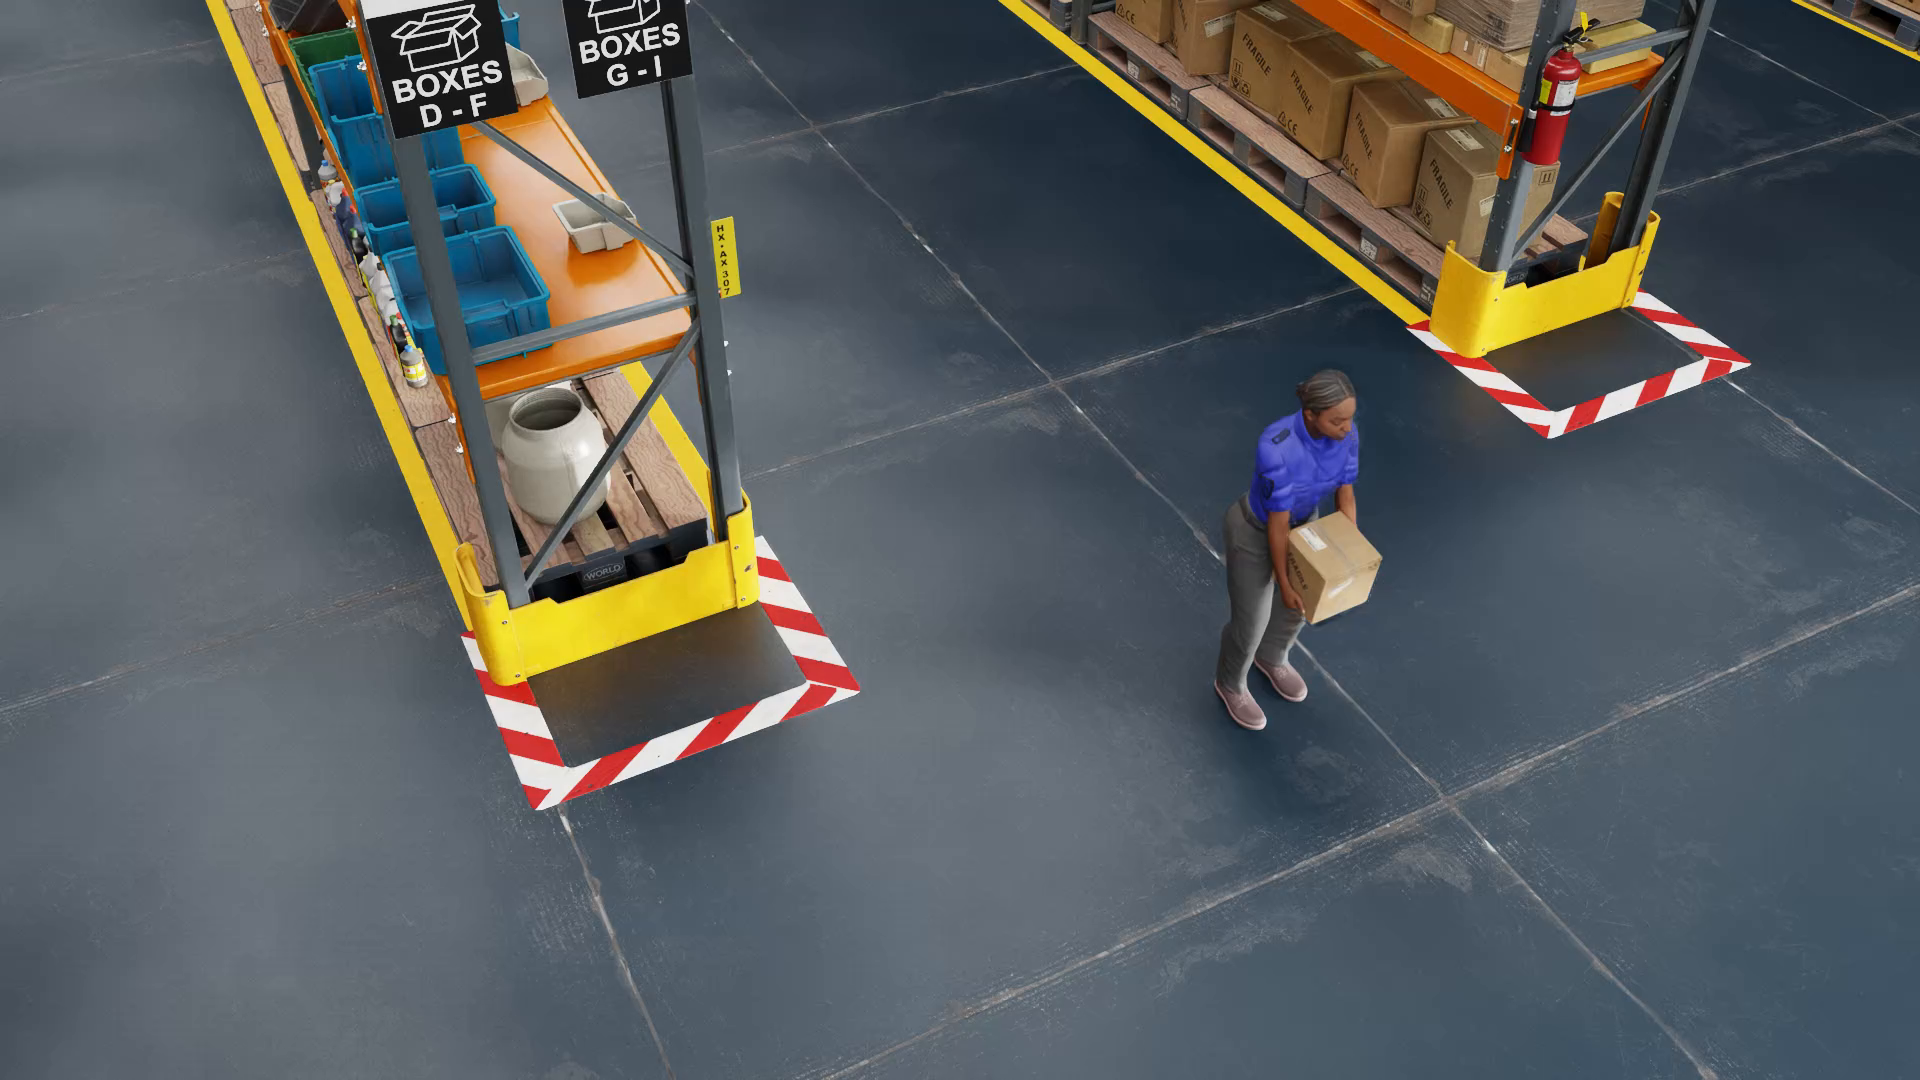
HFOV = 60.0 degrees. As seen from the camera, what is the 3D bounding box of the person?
[{"bbox_3d":[1.232,0.033,6.149,0.411,1.637,0.539,-20,45,-21],"label":"person"}]
